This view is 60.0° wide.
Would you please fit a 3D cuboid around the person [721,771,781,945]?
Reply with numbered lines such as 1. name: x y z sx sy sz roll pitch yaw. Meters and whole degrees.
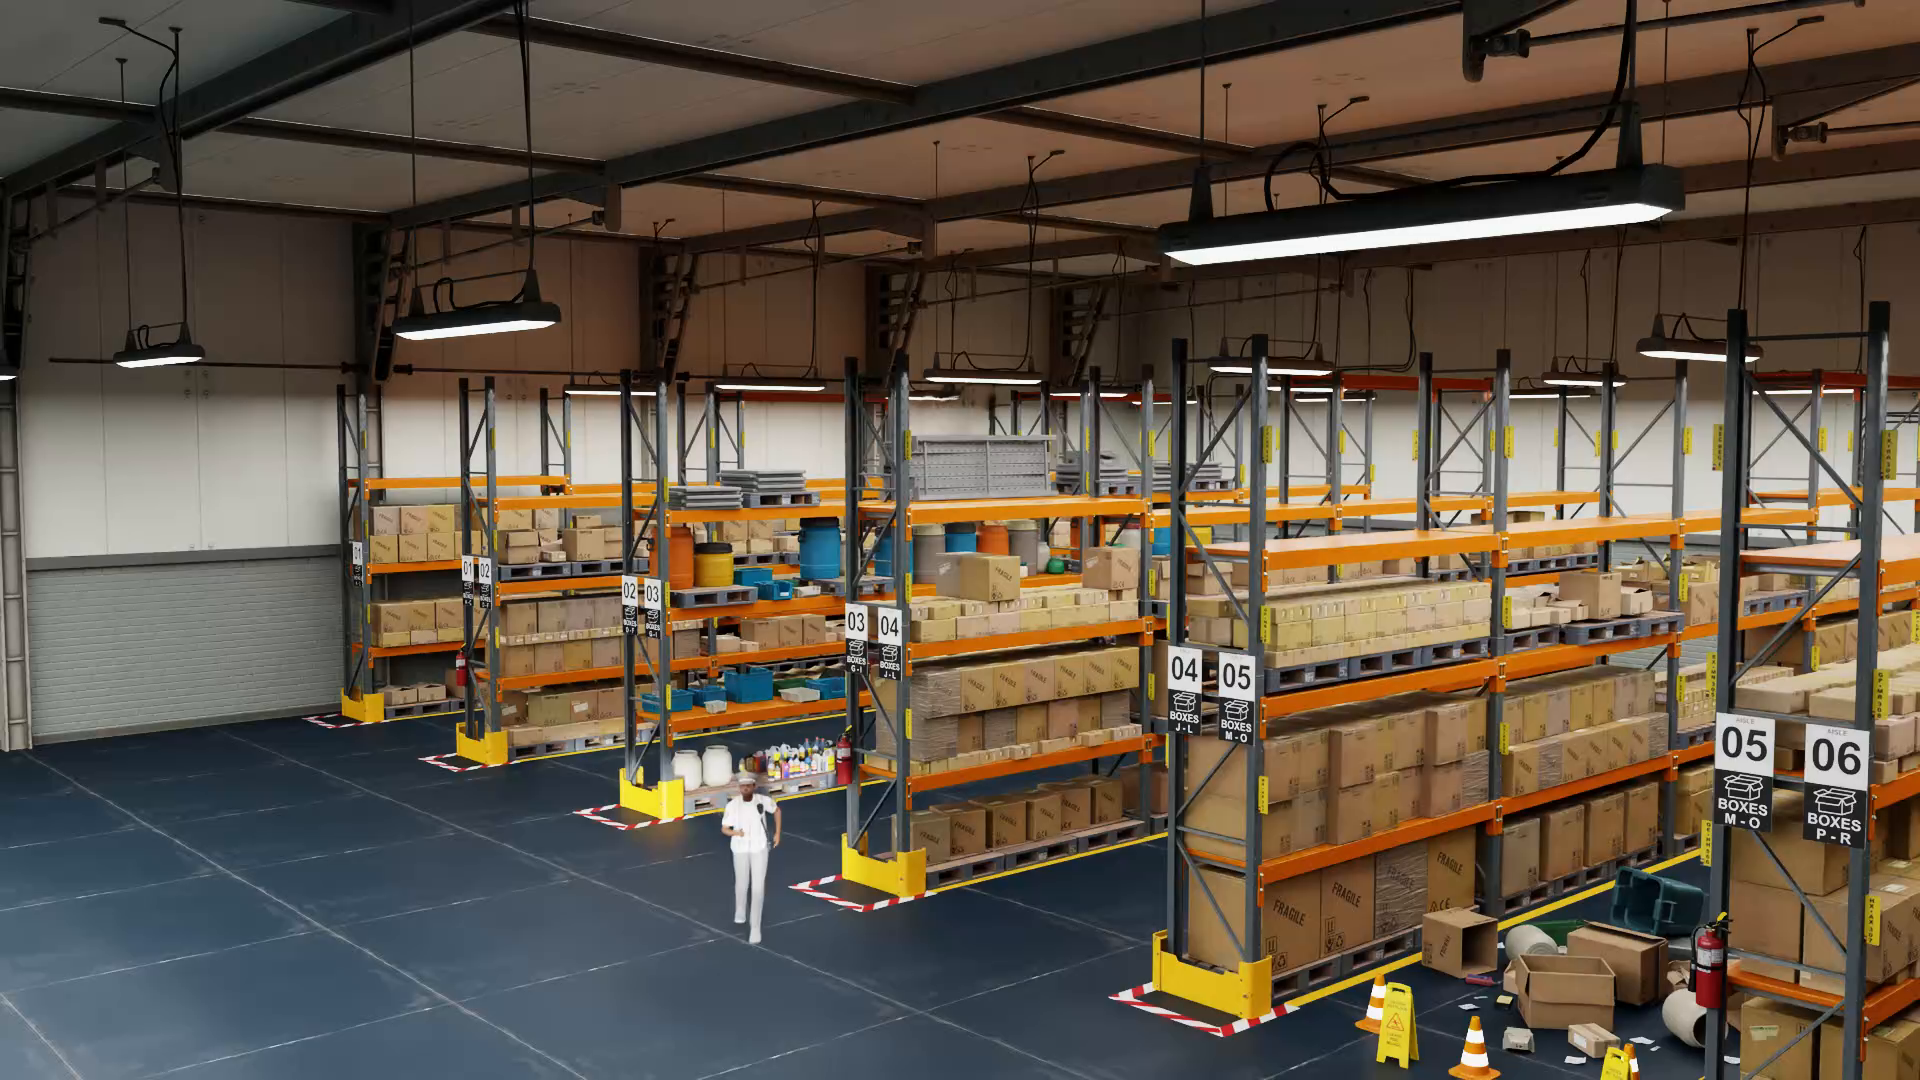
1. person: -2.137 3.204 17.049 0.588 1.744 0.888 0 4 -3

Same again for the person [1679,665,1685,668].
1. person: 10.786 2.716 24.824 0.845 1.738 0.552 -3 5 -41

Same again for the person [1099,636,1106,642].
1. person: 2.585 1.938 31.742 1.061 1.781 0.636 -4 5 -43
